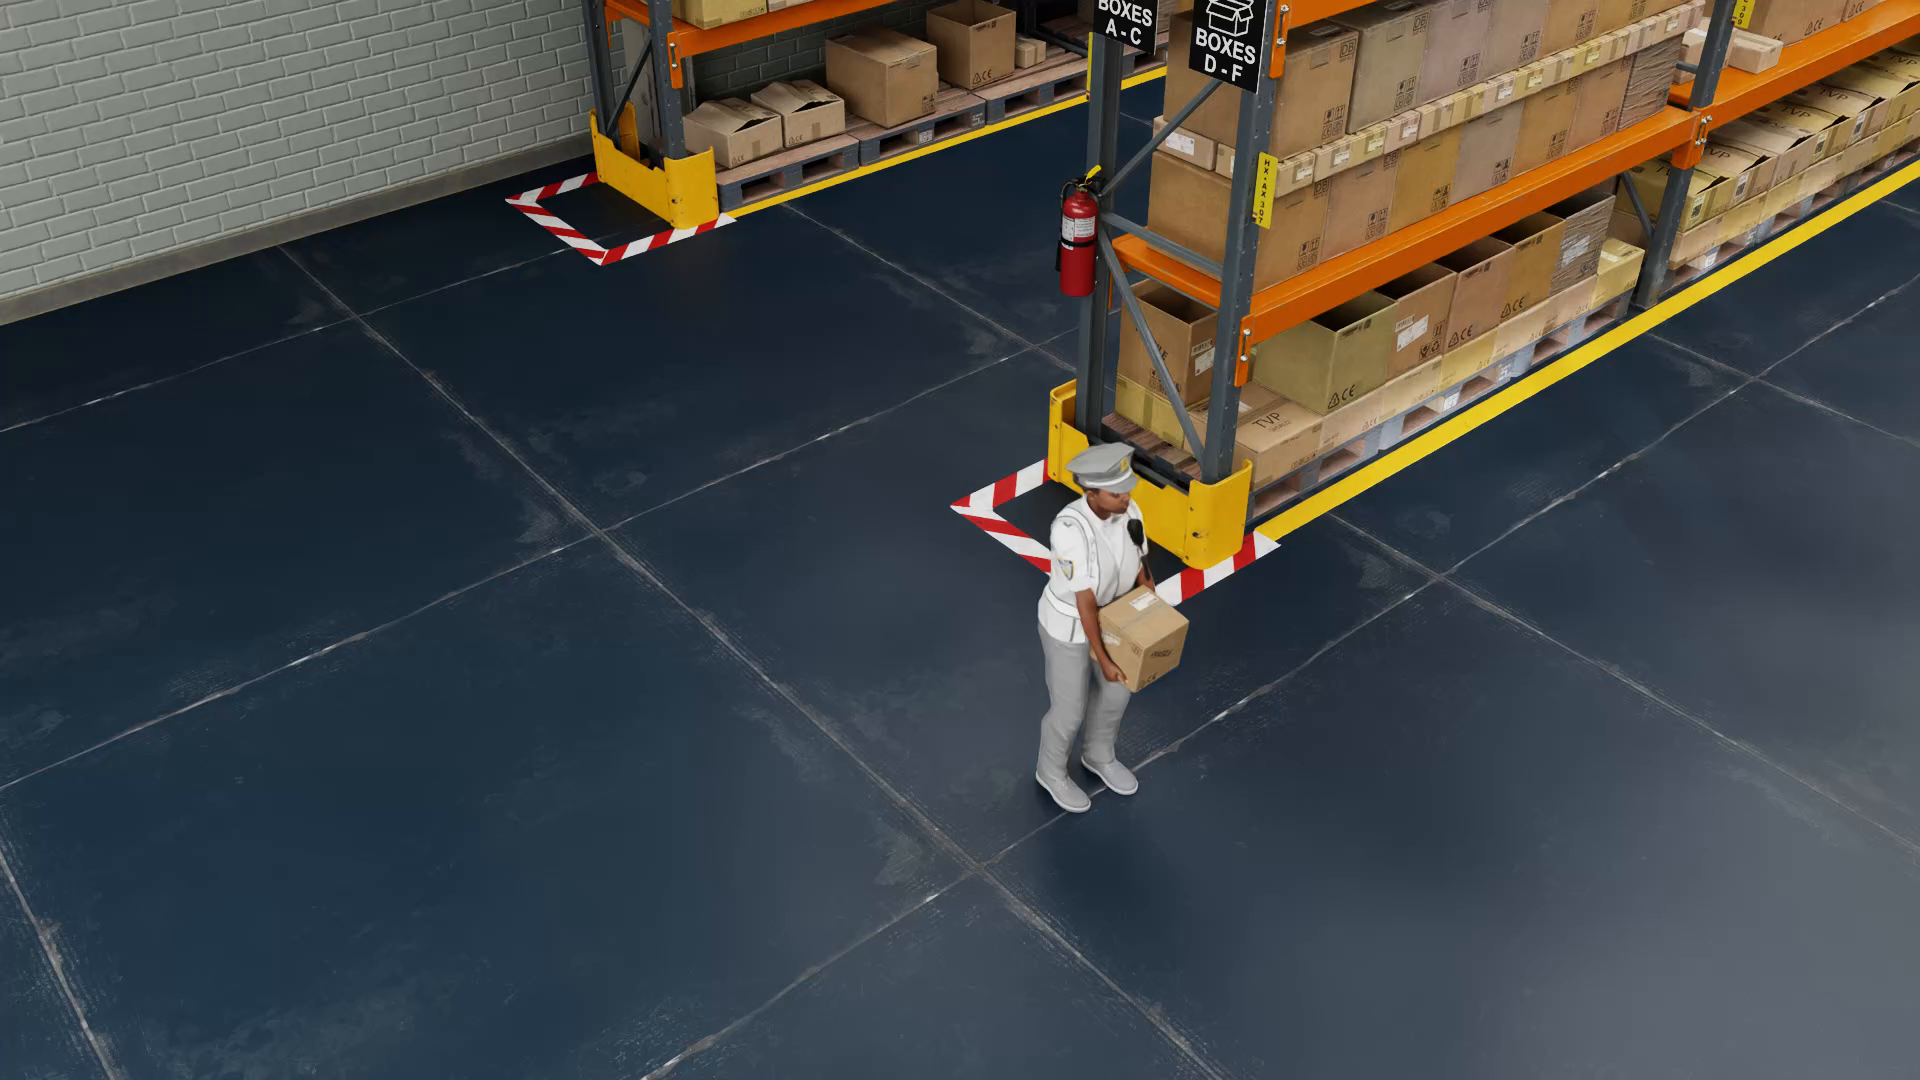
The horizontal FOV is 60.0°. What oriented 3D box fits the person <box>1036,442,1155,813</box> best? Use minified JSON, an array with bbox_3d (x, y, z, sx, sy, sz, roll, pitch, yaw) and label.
[{"bbox_3d":[0.571,0.369,6.560,0.416,1.685,0.529,-27,44,-32],"label":"person"}]
